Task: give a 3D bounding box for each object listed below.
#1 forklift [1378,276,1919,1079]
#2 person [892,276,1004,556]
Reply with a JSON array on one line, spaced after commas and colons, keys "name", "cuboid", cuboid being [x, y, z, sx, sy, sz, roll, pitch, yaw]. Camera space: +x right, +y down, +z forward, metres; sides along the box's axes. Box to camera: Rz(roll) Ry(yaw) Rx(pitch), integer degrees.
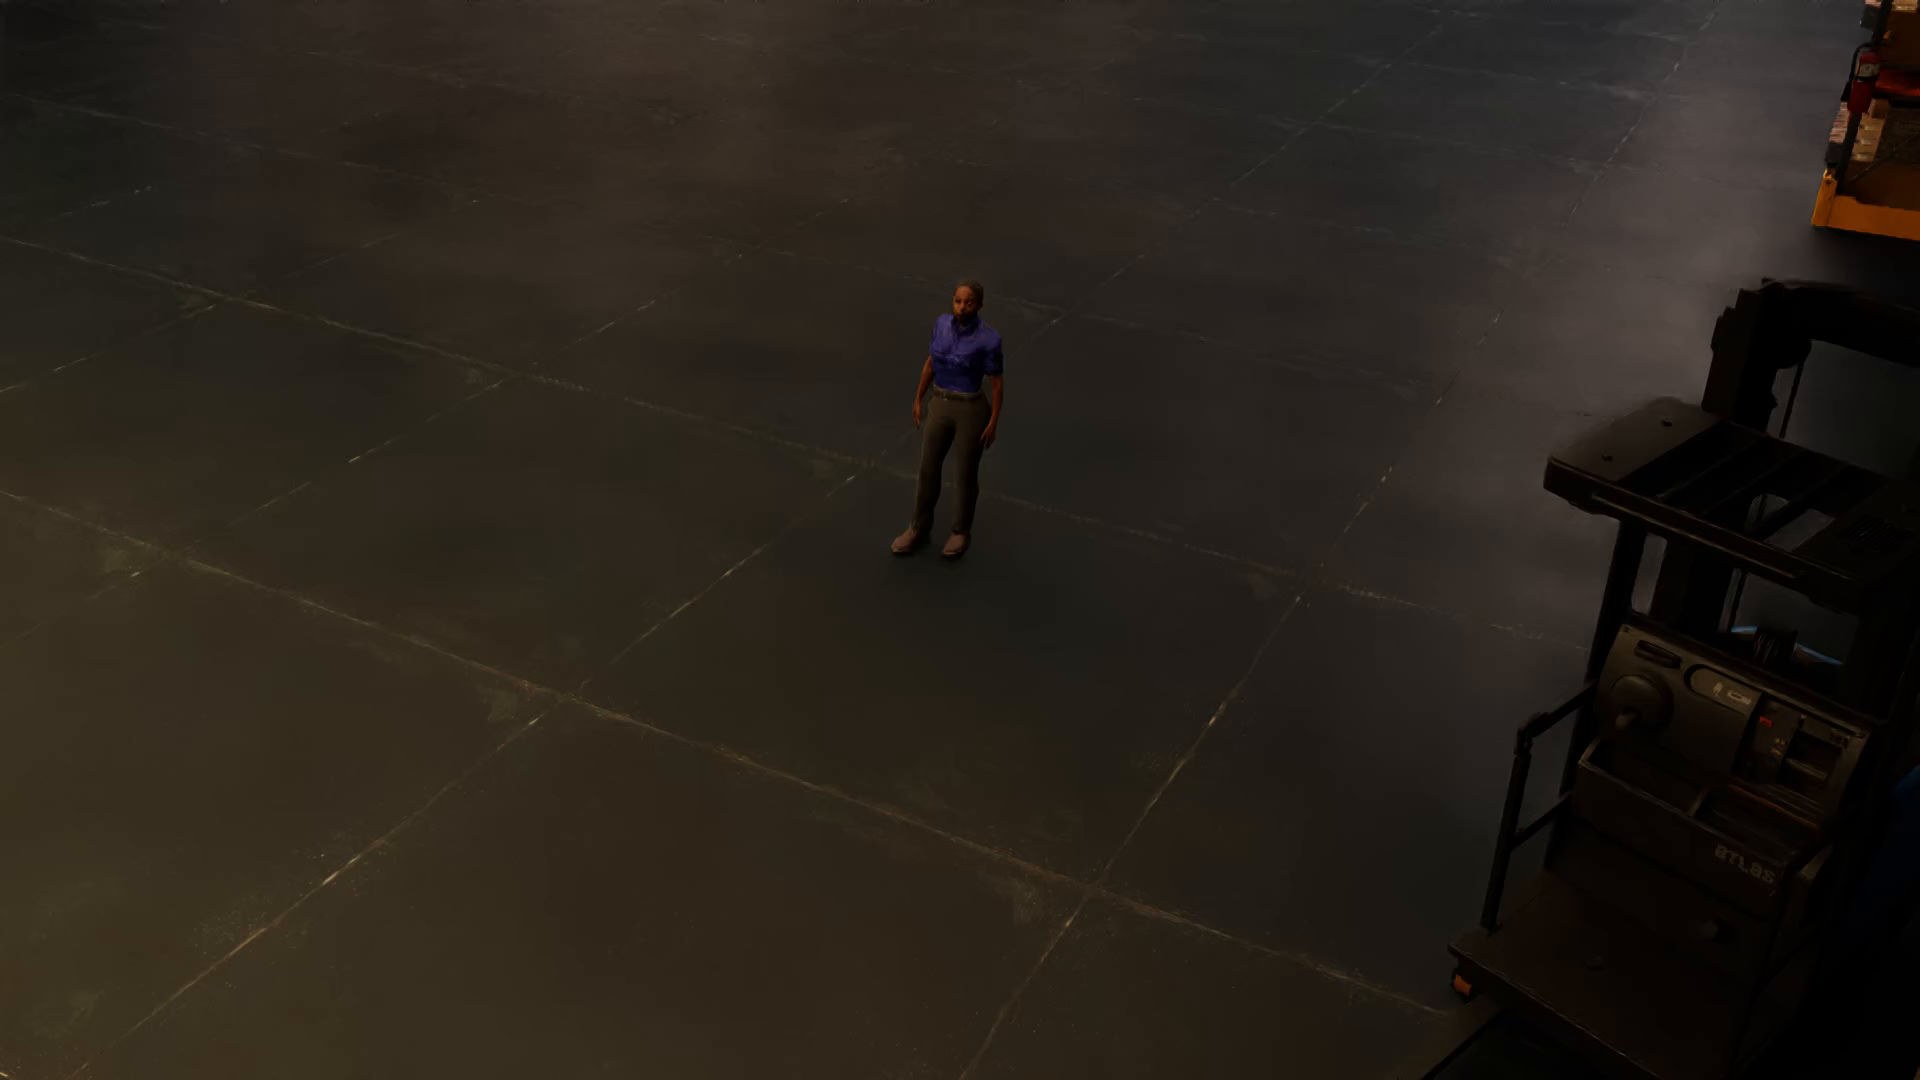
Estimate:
[{"name": "forklift", "cuboid": [2.627, 0.673, 5.905, 3.031, 2.935, 1.130, -24, 37, -35]}, {"name": "person", "cuboid": [-0.060, -0.689, 9.528, 0.570, 1.654, 0.503, 15, 33, 25]}]
